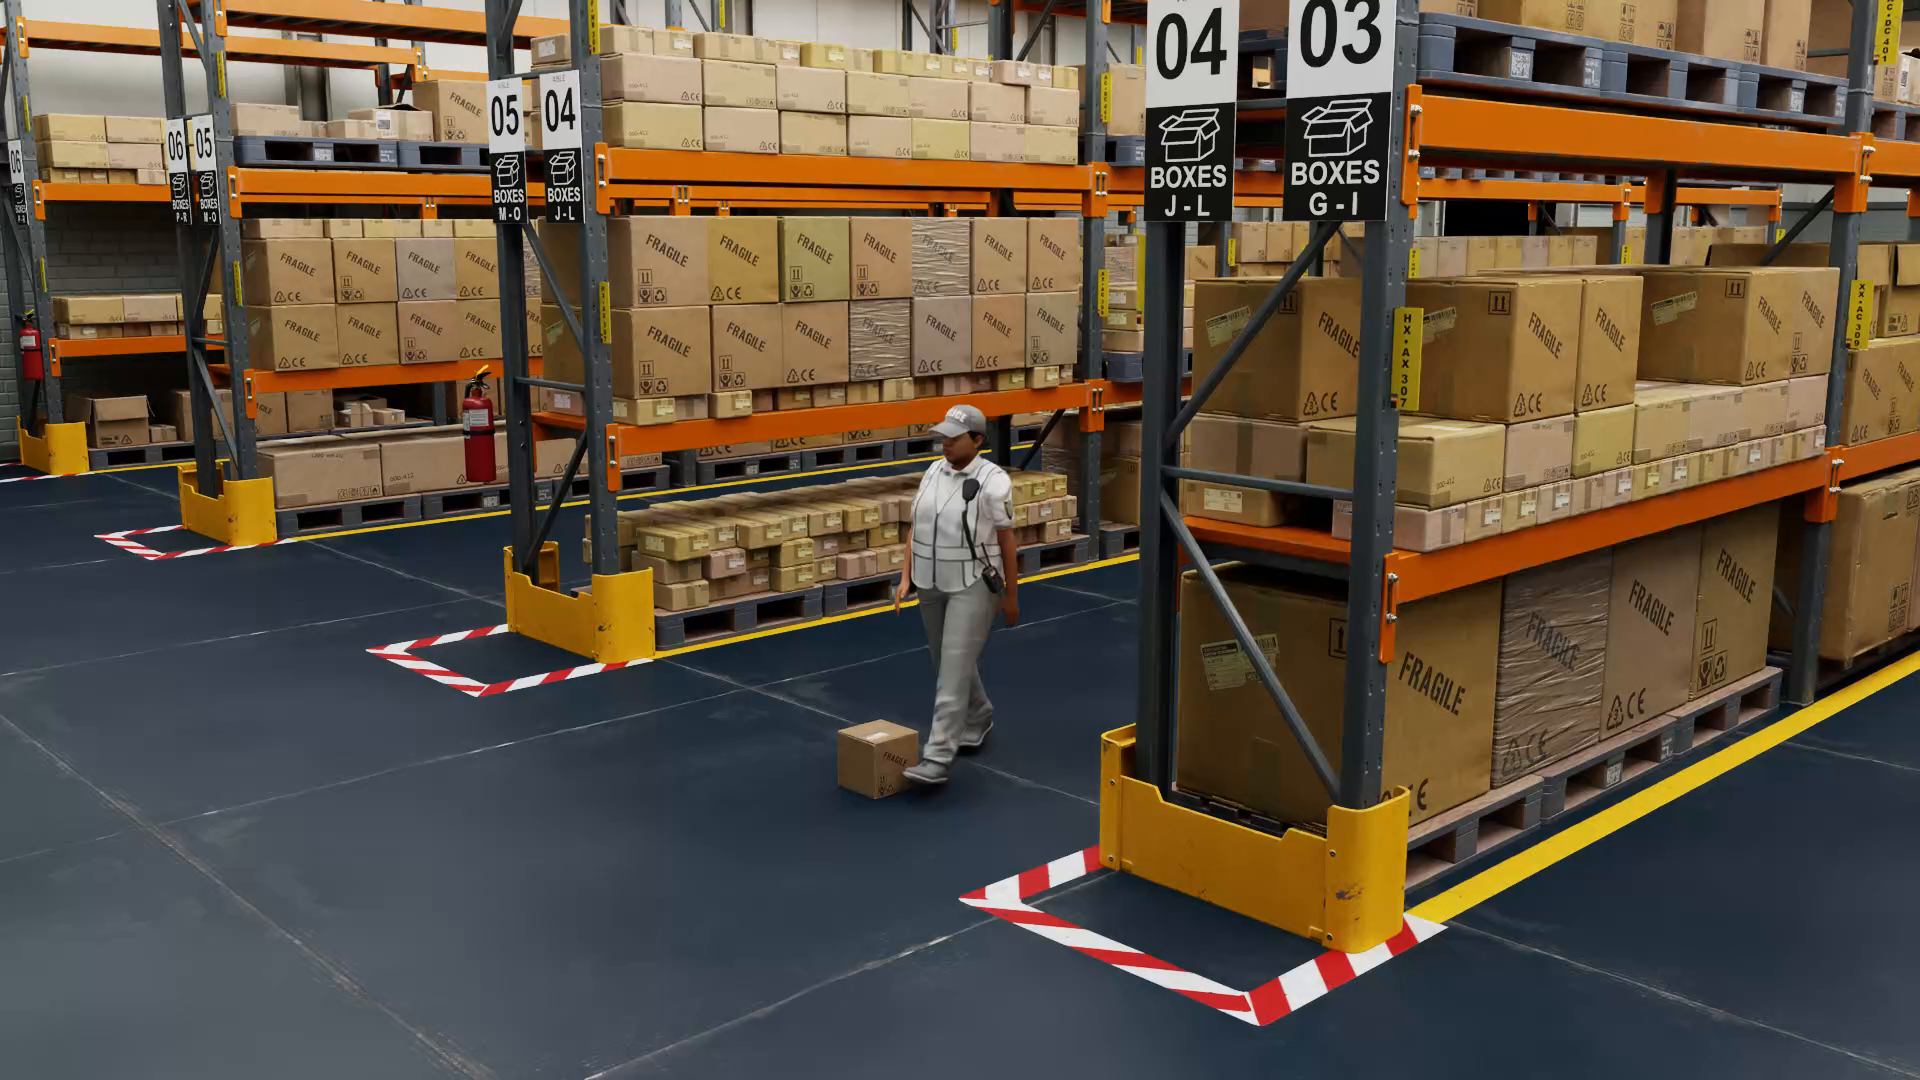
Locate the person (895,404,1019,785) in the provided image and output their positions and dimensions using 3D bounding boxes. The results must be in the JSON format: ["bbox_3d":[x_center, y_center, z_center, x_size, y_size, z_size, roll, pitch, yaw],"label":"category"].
[{"bbox_3d":[-0.058,0.215,7.330,0.498,1.615,0.940,8,13,36],"label":"person"}]
